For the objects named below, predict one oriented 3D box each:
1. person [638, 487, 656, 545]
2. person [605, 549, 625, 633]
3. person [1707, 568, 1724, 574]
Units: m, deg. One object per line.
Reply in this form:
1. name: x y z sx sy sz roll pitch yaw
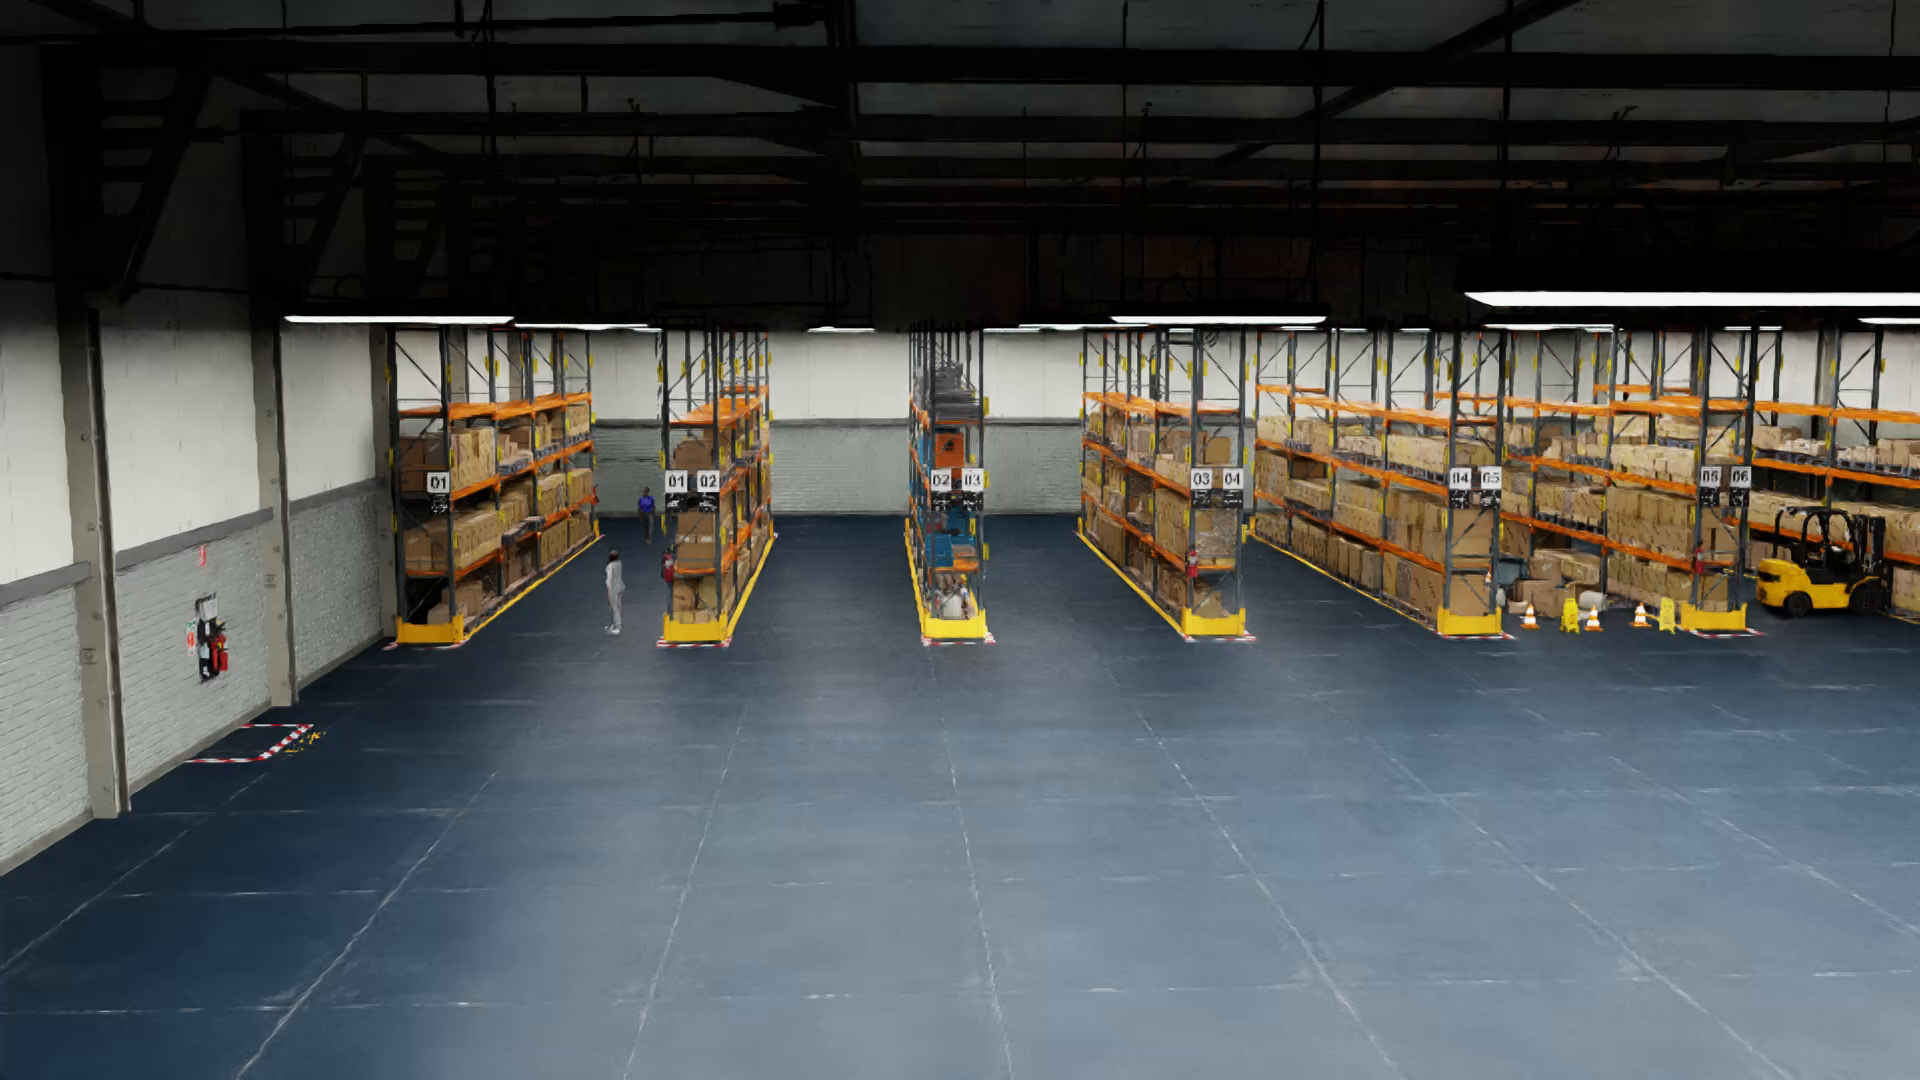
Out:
1. person: -8.538 -0.674 45.320 0.449 1.571 1.075 0 7 -1
2. person: -6.671 0.992 32.021 0.449 1.557 0.467 4 8 27
3. person: 17.079 0.269 37.727 0.556 1.589 0.597 3 8 25
